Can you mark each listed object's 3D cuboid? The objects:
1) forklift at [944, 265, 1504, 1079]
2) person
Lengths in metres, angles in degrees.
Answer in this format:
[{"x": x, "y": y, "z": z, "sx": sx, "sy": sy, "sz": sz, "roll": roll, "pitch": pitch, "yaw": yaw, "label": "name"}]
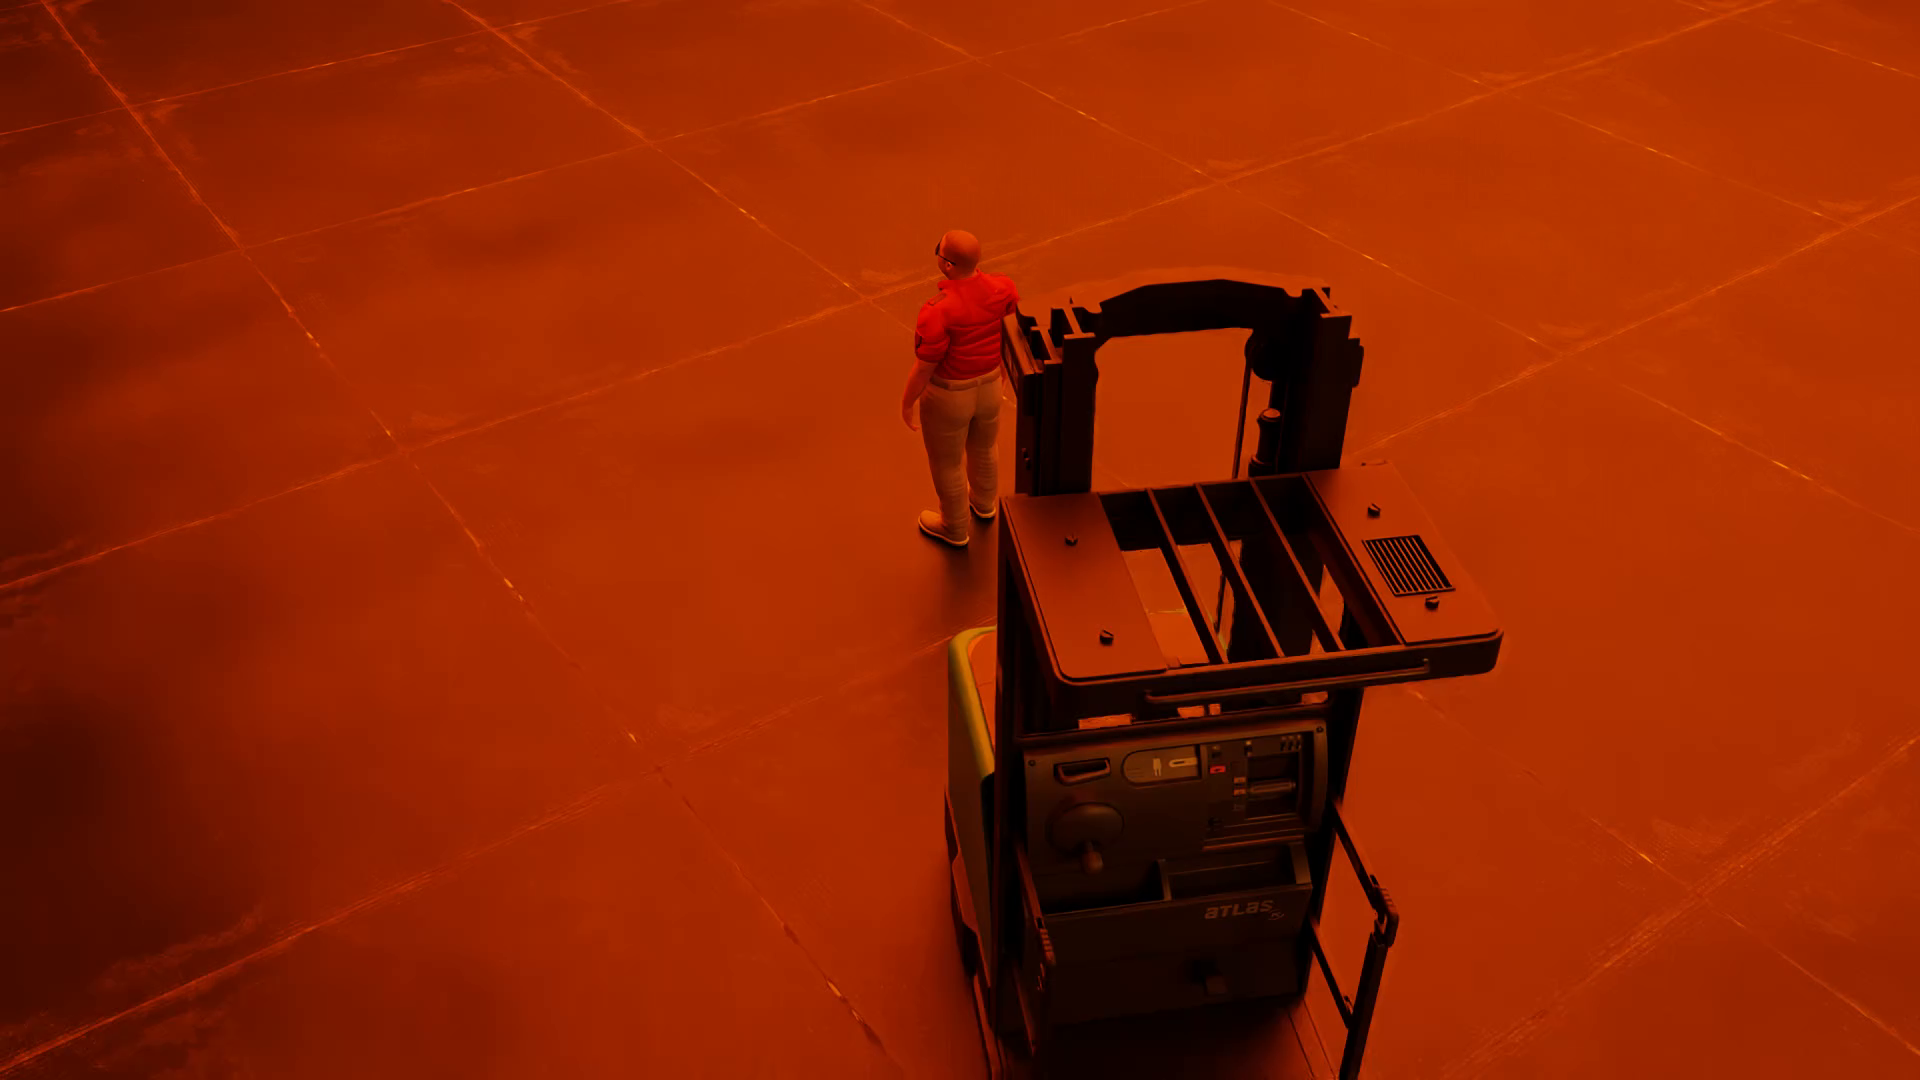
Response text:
[{"x": 0.687, "y": 0.835, "z": 4.815, "sx": 1.130, "sy": 2.935, "sz": 3.031, "roll": -6, "pitch": 37, "yaw": -7, "label": "forklift"}, {"x": -0.043, "y": -0.749, "z": 7.956, "sx": 0.641, "sy": 1.728, "sz": 0.550, "roll": -23, "pitch": 42, "yaw": -28, "label": "person"}]
